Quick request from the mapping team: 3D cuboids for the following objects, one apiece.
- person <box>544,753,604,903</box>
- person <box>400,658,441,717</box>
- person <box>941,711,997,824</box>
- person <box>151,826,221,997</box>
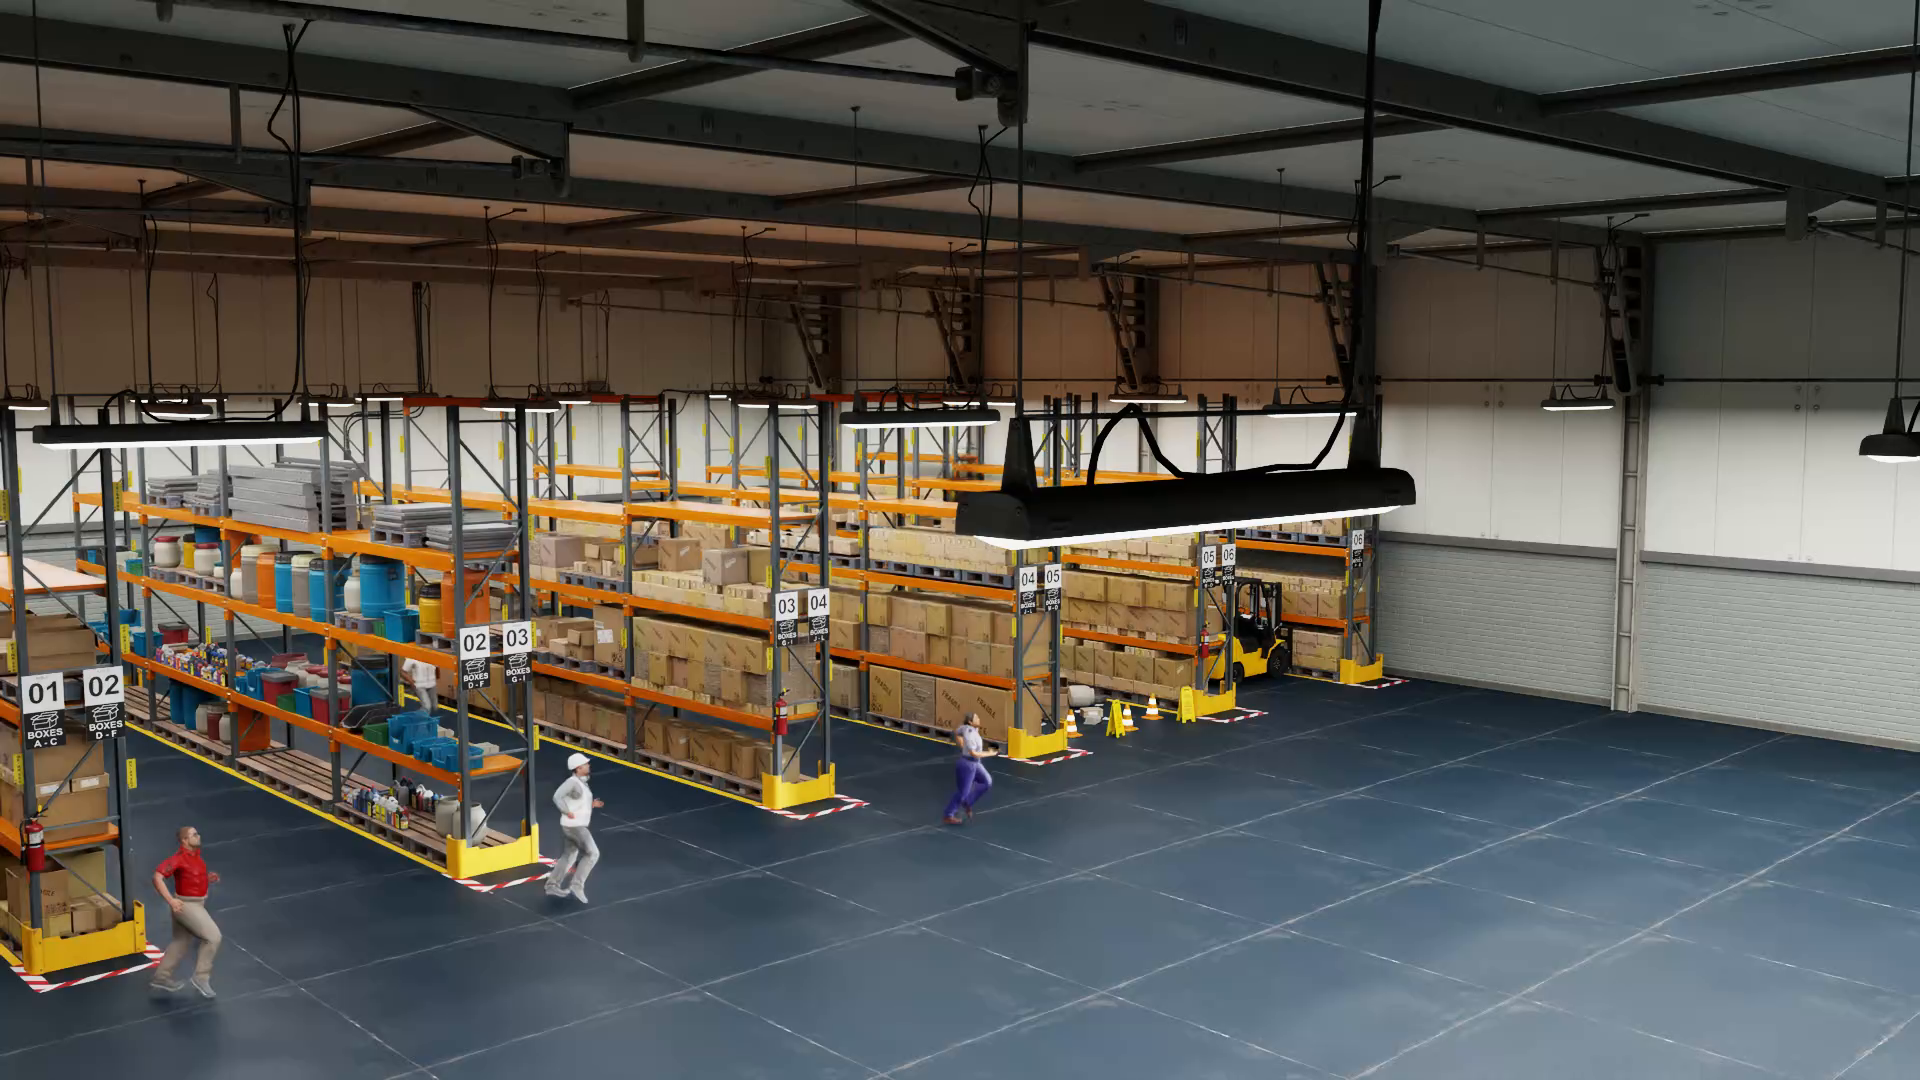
[{"bbox_3d":[-4.722,3.503,20.345,0.720,1.788,0.676,-1,6,-9],"label":"person"},{"bbox_3d":[-9.588,2.603,29.684,0.748,1.723,0.707,5,8,43],"label":"person"},{"bbox_3d":[0.138,3.221,23.727,0.799,1.598,0.619,0,6,5],"label":"person"},{"bbox_3d":[-7.989,3.837,17.165,0.670,1.788,0.649,-2,6,-20],"label":"person"}]
